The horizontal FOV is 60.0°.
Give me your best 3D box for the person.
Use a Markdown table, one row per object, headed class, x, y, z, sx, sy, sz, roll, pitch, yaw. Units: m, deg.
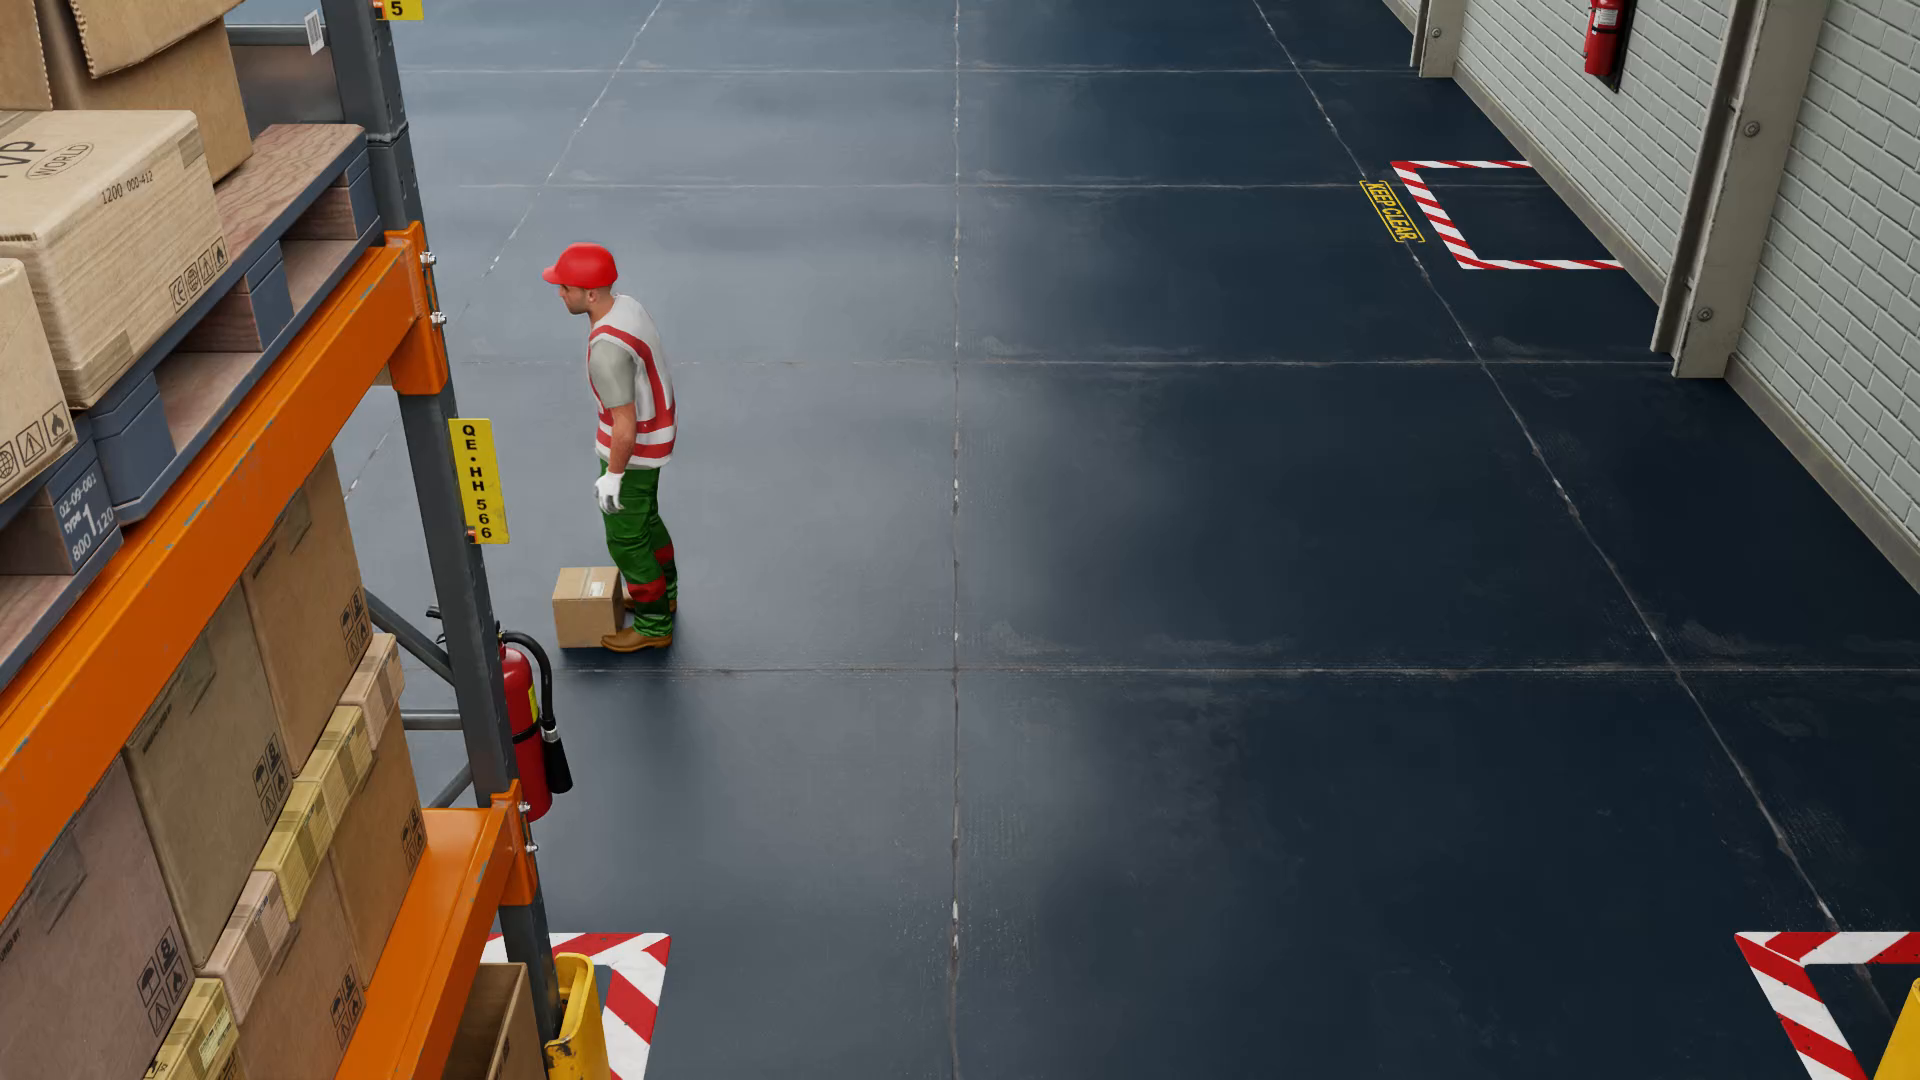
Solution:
| class | x | y | z | sx | sy | sz | roll | pitch | yaw |
| --- | --- | --- | --- | --- | --- | --- | --- | --- | --- |
| person | -1.360 | -0.365 | 6.720 | 0.445 | 1.781 | 0.622 | -2 | 31 | -3 |
